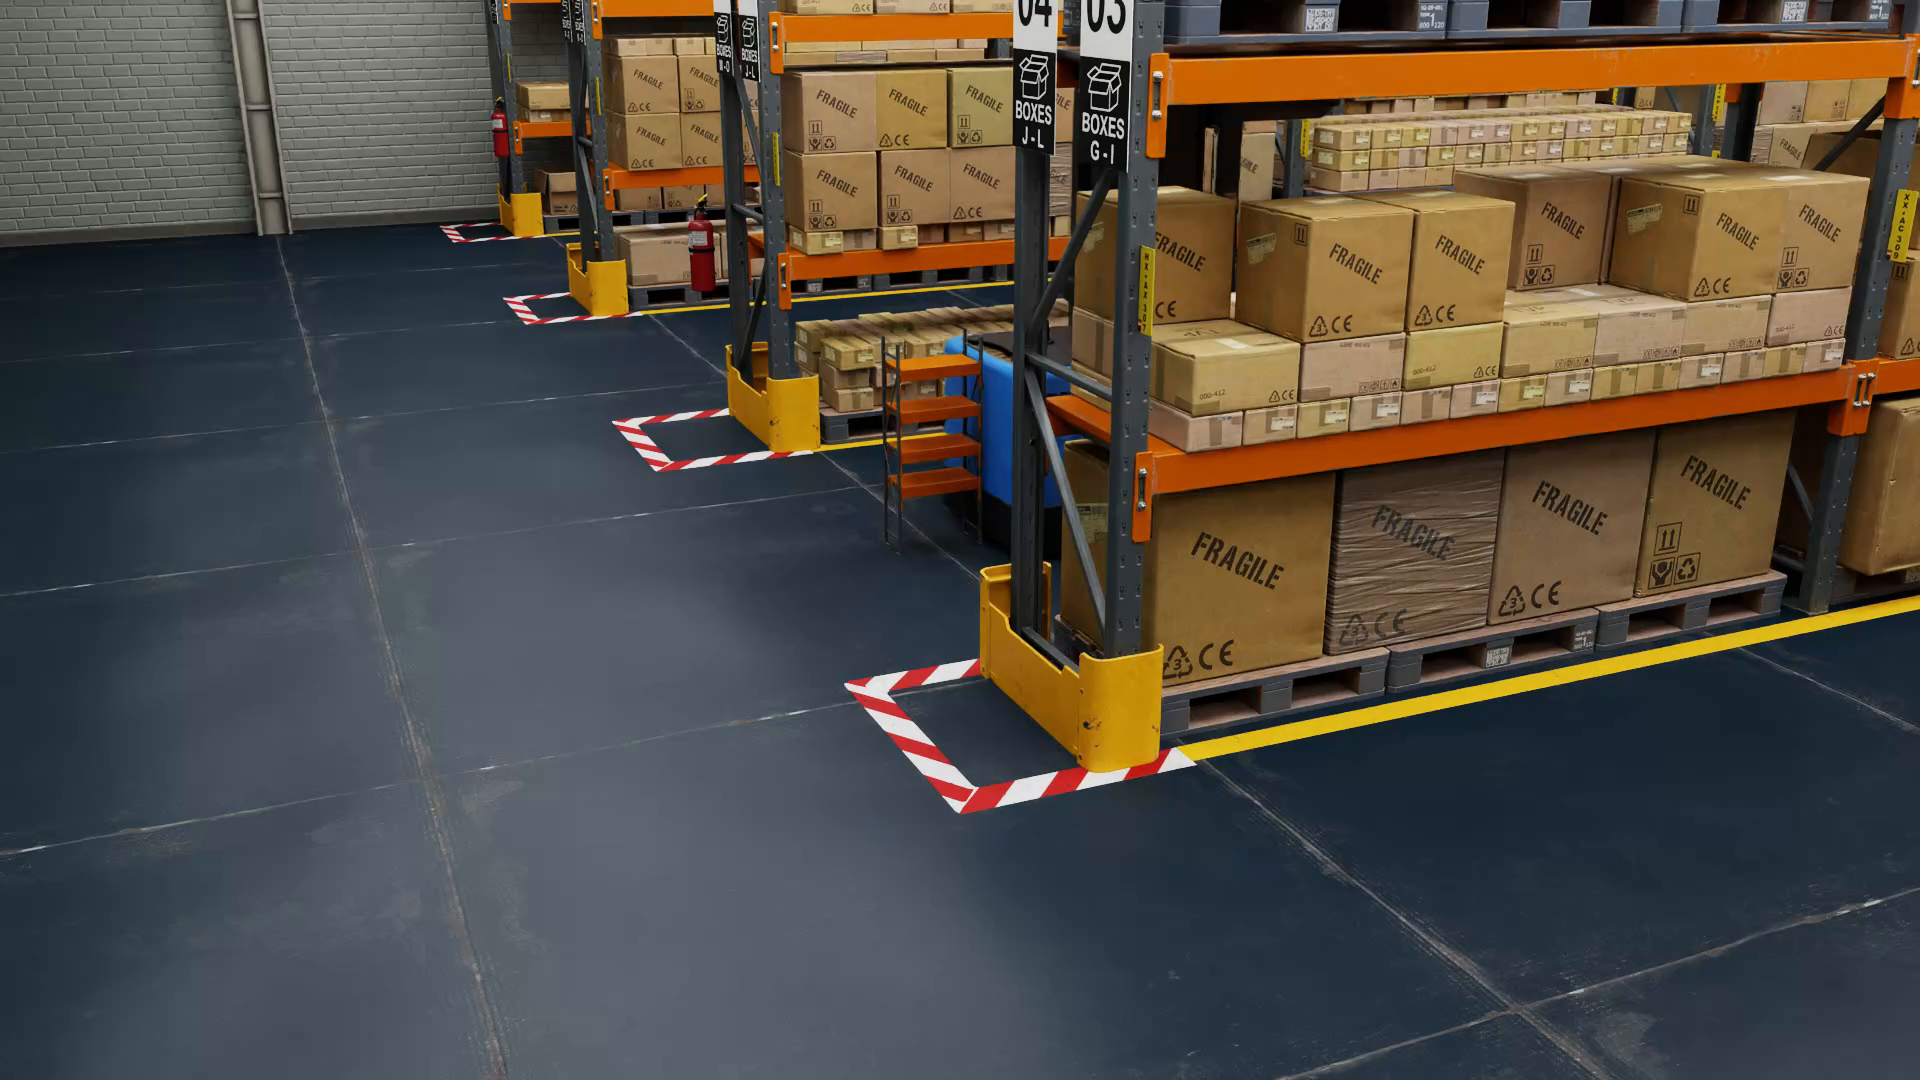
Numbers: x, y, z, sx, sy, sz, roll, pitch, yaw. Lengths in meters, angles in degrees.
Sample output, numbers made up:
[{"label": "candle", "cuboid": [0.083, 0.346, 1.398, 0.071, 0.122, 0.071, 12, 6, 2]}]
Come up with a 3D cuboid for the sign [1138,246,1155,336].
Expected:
[{"label": "sign", "cuboid": [0.698, -0.933, 6.231, 0.005, 0.325, 0.100, -8, 21, -22]}]

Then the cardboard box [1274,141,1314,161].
[{"label": "cardboard box", "cuboid": [2.572, -3.041, 12.941, 0.250, 0.149, 0.380, -7, 21, -20]}]

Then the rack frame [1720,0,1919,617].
[{"label": "rack frame", "cuboid": [4.157, -1.183, 8.366, 0.127, 3.000, 1.000, -8, 21, -22]}]

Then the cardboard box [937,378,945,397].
[{"label": "cardboard box", "cuboid": [-0.068, -1.102, 11.795, 0.250, 0.149, 0.380, -8, 21, -21]}]

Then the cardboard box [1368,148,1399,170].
[{"label": "cardboard box", "cuboid": [3.066, -2.875, 12.469, 0.250, 0.149, 0.380, -9, 21, -23]}]

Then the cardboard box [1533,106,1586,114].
[{"label": "cardboard box", "cuboid": [4.984, -3.527, 13.871, 0.250, 0.149, 0.380, -8, 21, -22]}]

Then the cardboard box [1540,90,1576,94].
[{"label": "cardboard box", "cuboid": [6.789, -5.447, 19.244, 0.500, 0.500, 0.500, -8, 21, -22]}]

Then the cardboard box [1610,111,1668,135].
[{"label": "cardboard box", "cuboid": [5.458, -3.359, 13.395, 0.250, 0.149, 0.380, -8, 21, -23]}]

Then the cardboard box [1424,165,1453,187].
[{"label": "cardboard box", "cuboid": [3.543, -2.803, 12.712, 0.250, 0.149, 0.380, -8, 21, -21]}]

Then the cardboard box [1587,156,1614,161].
[{"label": "cardboard box", "cuboid": [4.992, -3.012, 13.306, 0.250, 0.149, 0.380, -8, 21, -23]}]

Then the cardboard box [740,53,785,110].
[{"label": "cardboard box", "cuboid": [-1.946, -4.314, 15.602, 0.500, 0.500, 0.500, -8, 21, -22]}]

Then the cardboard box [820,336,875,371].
[{"label": "cardboard box", "cuboid": [-0.772, -1.282, 11.411, 0.250, 0.149, 0.380, -9, 21, -24]}]

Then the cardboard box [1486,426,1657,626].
[{"label": "cardboard box", "cuboid": [2.693, -0.198, 8.135, 0.875, 0.875, 0.875, -8, 21, -22]}]

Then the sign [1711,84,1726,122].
[{"label": "sign", "cuboid": [6.182, -3.580, 13.548, 0.005, 0.325, 0.100, -8, 21, -22]}]

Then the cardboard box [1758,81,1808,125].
[{"label": "cardboard box", "cuboid": [6.838, -3.877, 14.360, 0.500, 0.500, 0.700, -8, 21, -23]}]

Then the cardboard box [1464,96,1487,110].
[{"label": "cardboard box", "cuboid": [5.780, -4.995, 18.937, 0.250, 0.149, 0.380, -7, 21, -20]}]

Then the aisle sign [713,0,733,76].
[{"label": "aisle sign", "cuboid": [-1.574, -3.491, 11.006, 0.004, 0.787, 0.394, -8, 21, -22]}]

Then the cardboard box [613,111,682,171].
[{"label": "cardboard box", "cuboid": [-2.887, -3.702, 15.368, 0.500, 0.500, 0.500, -8, 21, -22]}]

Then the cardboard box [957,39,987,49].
[{"label": "cardboard box", "cuboid": [0.075, -4.892, 16.267, 0.250, 0.149, 0.380, -9, 21, -23]}]

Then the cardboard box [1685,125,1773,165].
[{"label": "cardboard box", "cuboid": [6.477, -3.259, 14.111, 0.500, 0.500, 0.500, -8, 21, -21]}]

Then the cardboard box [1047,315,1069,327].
[{"label": "cardboard box", "cuboid": [0.621, -1.523, 12.097, 0.250, 0.149, 0.380, -8, 21, -22]}]

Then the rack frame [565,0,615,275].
[{"label": "rack frame", "cuboid": [-3.441, -3.679, 15.454, 0.127, 3.000, 1.000, -8, 21, -22]}]

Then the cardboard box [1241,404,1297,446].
[{"label": "cardboard box", "cuboid": [1.176, -0.519, 6.857, 0.250, 0.149, 0.380, -8, 21, -23]}]

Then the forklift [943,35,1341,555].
[{"label": "forklift", "cuboid": [1.456, -1.613, 9.690, 3.031, 2.935, 1.130, -9, 21, -24]}]

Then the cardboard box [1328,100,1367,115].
[{"label": "cardboard box", "cuboid": [4.276, -4.797, 18.375, 0.250, 0.149, 0.380, -9, 22, -25]}]

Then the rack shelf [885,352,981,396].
[{"label": "rack shelf", "cuboid": [-0.152, -0.915, 9.130, 0.480, 0.148, 0.258, -8, 21, -22]}]

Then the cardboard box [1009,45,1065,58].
[{"label": "cardboard box", "cuboid": [0.749, -4.694, 16.681, 0.500, 0.500, 0.500, -8, 21, -21]}]

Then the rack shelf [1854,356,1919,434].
[{"label": "rack shelf", "cuboid": [5.993, -1.107, 9.232, 4.000, 0.370, 1.077, -8, 21, -22]}]

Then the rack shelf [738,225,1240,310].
[{"label": "rack shelf", "cuboid": [0.449, -2.106, 12.071, 4.000, 0.370, 1.077, -8, 21, -22]}]

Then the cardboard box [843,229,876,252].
[{"label": "cardboard box", "cuboid": [-0.743, -2.053, 11.214, 0.250, 0.149, 0.380, -7, 21, -20]}]

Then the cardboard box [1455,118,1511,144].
[{"label": "cardboard box", "cuboid": [4.016, -3.151, 12.805, 0.250, 0.149, 0.380, -7, 21, -20]}]

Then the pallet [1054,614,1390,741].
[{"label": "pallet", "cuboid": [1.187, 0.529, 7.701, 1.213, 0.211, 1.003, -8, 21, -22]}]

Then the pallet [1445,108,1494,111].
[{"label": "pallet", "cuboid": [5.706, -4.914, 19.250, 1.213, 0.211, 1.003, -8, 21, -22]}]

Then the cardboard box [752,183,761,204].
[{"label": "cardboard box", "cuboid": [-2.461, -4.417, 21.035, 0.258, 0.266, 0.396, -7, 21, -20]}]

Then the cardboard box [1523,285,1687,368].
[{"label": "cardboard box", "cuboid": [2.913, -0.979, 7.563, 0.500, 0.250, 0.500, -8, 21, -21]}]

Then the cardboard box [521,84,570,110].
[{"label": "cardboard box", "cuboid": [-4.887, -5.239, 19.663, 0.500, 0.250, 0.500, -8, 21, -22]}]

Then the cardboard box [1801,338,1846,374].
[{"label": "cardboard box", "cuboid": [4.007, -0.925, 8.010, 0.250, 0.149, 0.380, -8, 21, -22]}]

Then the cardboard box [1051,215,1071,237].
[{"label": "cardboard box", "cuboid": [0.709, -2.254, 11.785, 0.250, 0.149, 0.380, -8, 21, -21]}]

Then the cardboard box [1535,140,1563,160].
[{"label": "cardboard box", "cuboid": [4.501, -3.081, 13.053, 0.250, 0.149, 0.380, -8, 21, -21]}]

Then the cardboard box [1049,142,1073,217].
[{"label": "cardboard box", "cuboid": [0.536, -2.553, 11.657, 0.500, 0.500, 0.500, -9, 21, -23]}]

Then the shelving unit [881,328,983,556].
[{"label": "shelving unit", "cuboid": [-0.152, -0.544, 9.261, 0.503, 1.200, 0.258, -8, 21, -22]}]

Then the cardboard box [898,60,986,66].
[{"label": "cardboard box", "cuboid": [-0.127, -3.116, 11.750, 0.500, 0.500, 0.500, -7, 21, -19]}]

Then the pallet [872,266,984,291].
[{"label": "pallet", "cuboid": [-0.498, -2.814, 17.195, 1.213, 0.211, 1.003, -8, 21, -22]}]

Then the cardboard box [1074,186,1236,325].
[{"label": "cardboard box", "cuboid": [0.827, -1.224, 7.132, 0.500, 0.500, 0.500, -8, 21, -21]}]

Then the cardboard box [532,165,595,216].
[{"label": "cardboard box", "cuboid": [-4.812, -4.264, 20.243, 0.637, 0.503, 0.797, -9, 21, -24]}]

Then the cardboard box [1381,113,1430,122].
[{"label": "cardboard box", "cuboid": [3.529, -3.316, 13.274, 0.250, 0.149, 0.380, -9, 21, -24]}]

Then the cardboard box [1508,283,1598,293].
[{"label": "cardboard box", "cuboid": [2.690, -1.137, 8.013, 0.500, 0.250, 0.500, -8, 21, -21]}]

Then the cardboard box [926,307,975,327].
[{"label": "cardboard box", "cuboid": [-0.074, -1.619, 12.368, 0.250, 0.149, 0.380, -7, 21, -20]}]

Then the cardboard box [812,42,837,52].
[{"label": "cardboard box", "cuboid": [-1.344, -4.707, 15.740, 0.250, 0.149, 0.380, -8, 21, -22]}]

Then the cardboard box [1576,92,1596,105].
[{"label": "cardboard box", "cuboid": [7.214, -5.185, 19.478, 0.250, 0.149, 0.380, -8, 21, -21]}]

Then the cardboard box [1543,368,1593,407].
[{"label": "cardboard box", "cuboid": [2.593, -0.722, 7.435, 0.250, 0.149, 0.380, -8, 21, -21]}]

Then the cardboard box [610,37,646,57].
[{"label": "cardboard box", "cuboid": [-3.006, -4.466, 15.057, 0.250, 0.149, 0.380, -8, 21, -21]}]

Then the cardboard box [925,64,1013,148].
[{"label": "cardboard box", "cuboid": [0.077, -2.950, 11.279, 0.500, 0.500, 0.500, -9, 21, -23]}]

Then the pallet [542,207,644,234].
[{"label": "pallet", "cuboid": [-4.609, -3.992, 20.542, 1.213, 0.211, 1.003, -8, 21, -22]}]
